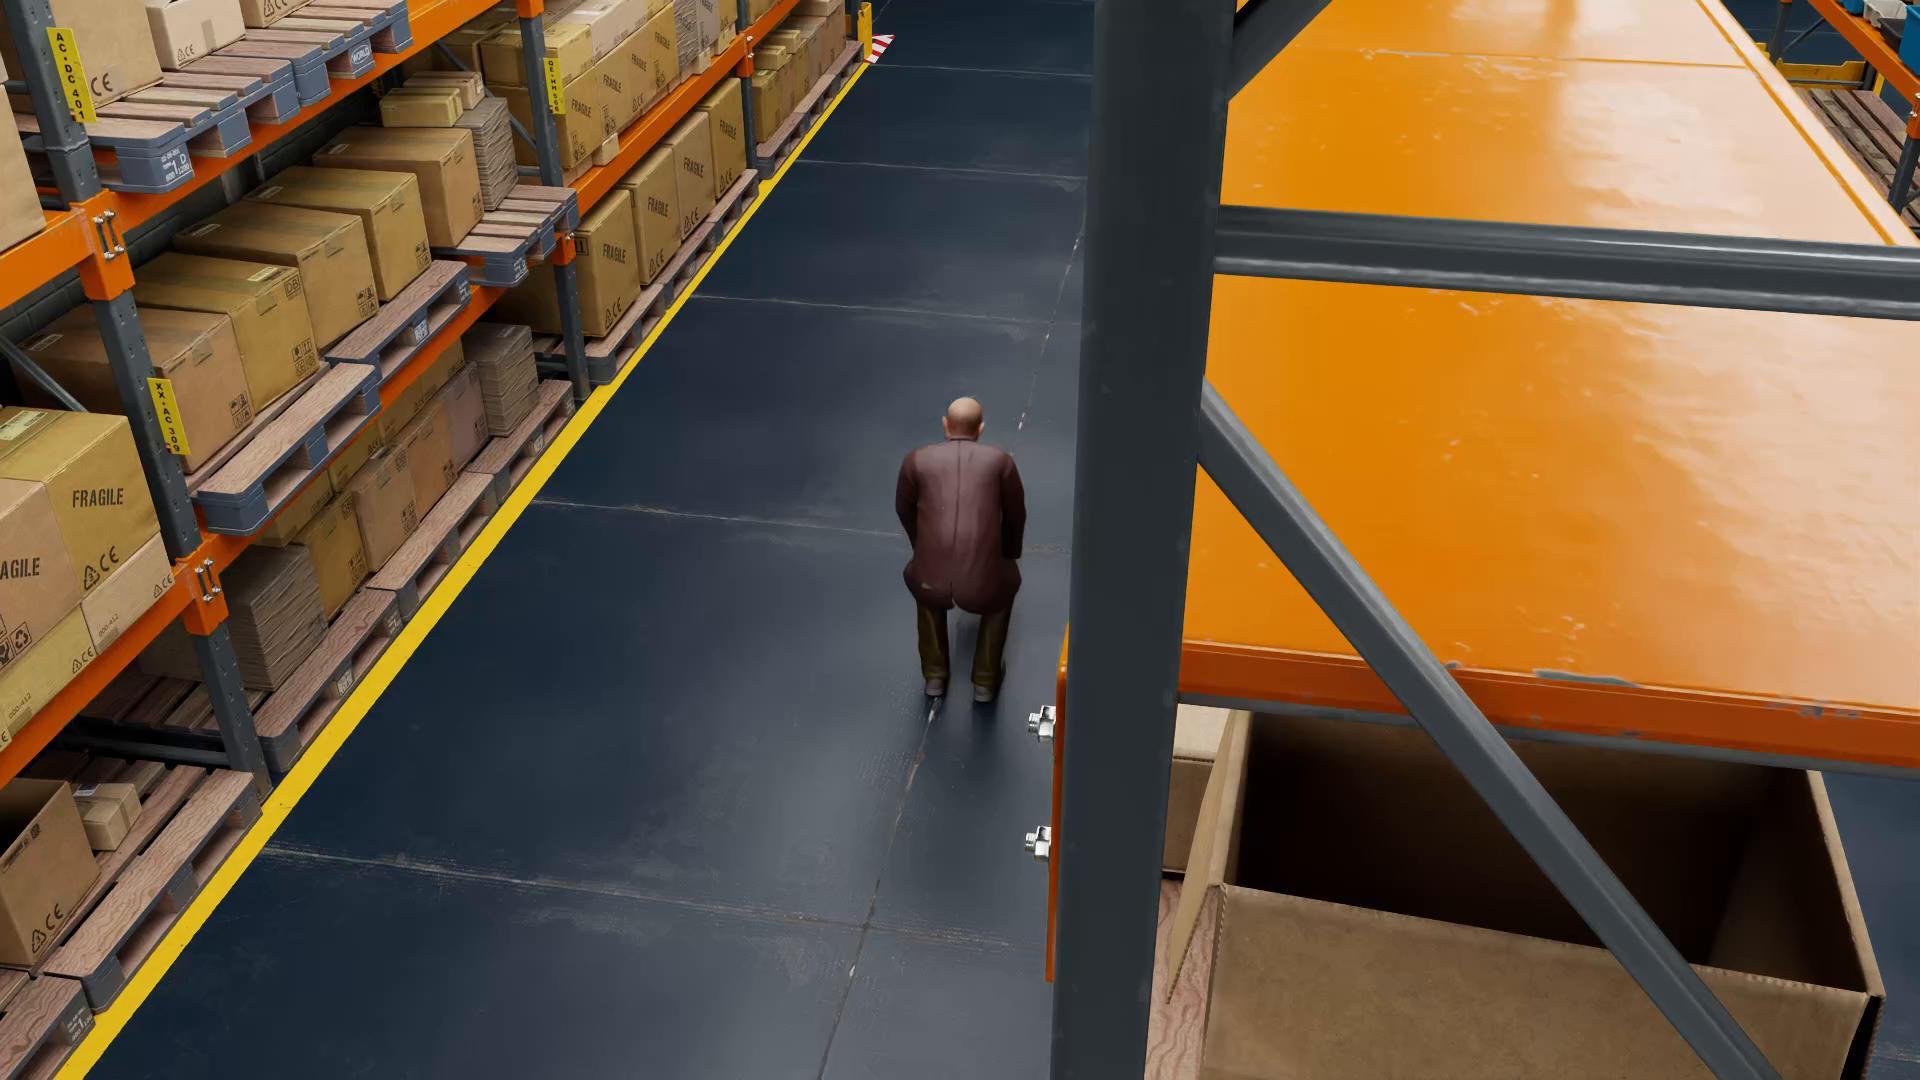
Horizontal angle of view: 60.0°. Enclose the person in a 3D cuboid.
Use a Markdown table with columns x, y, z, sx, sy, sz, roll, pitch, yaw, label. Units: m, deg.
| x | y | z | sx | sy | sz | roll | pitch | yaw | label |
| --- | --- | --- | --- | --- | --- | --- | --- | --- | --- |
| -0.014 | 0.071 | 7.901 | 0.633 | 1.395 | 0.734 | 5 | 32 | 9 | person |
